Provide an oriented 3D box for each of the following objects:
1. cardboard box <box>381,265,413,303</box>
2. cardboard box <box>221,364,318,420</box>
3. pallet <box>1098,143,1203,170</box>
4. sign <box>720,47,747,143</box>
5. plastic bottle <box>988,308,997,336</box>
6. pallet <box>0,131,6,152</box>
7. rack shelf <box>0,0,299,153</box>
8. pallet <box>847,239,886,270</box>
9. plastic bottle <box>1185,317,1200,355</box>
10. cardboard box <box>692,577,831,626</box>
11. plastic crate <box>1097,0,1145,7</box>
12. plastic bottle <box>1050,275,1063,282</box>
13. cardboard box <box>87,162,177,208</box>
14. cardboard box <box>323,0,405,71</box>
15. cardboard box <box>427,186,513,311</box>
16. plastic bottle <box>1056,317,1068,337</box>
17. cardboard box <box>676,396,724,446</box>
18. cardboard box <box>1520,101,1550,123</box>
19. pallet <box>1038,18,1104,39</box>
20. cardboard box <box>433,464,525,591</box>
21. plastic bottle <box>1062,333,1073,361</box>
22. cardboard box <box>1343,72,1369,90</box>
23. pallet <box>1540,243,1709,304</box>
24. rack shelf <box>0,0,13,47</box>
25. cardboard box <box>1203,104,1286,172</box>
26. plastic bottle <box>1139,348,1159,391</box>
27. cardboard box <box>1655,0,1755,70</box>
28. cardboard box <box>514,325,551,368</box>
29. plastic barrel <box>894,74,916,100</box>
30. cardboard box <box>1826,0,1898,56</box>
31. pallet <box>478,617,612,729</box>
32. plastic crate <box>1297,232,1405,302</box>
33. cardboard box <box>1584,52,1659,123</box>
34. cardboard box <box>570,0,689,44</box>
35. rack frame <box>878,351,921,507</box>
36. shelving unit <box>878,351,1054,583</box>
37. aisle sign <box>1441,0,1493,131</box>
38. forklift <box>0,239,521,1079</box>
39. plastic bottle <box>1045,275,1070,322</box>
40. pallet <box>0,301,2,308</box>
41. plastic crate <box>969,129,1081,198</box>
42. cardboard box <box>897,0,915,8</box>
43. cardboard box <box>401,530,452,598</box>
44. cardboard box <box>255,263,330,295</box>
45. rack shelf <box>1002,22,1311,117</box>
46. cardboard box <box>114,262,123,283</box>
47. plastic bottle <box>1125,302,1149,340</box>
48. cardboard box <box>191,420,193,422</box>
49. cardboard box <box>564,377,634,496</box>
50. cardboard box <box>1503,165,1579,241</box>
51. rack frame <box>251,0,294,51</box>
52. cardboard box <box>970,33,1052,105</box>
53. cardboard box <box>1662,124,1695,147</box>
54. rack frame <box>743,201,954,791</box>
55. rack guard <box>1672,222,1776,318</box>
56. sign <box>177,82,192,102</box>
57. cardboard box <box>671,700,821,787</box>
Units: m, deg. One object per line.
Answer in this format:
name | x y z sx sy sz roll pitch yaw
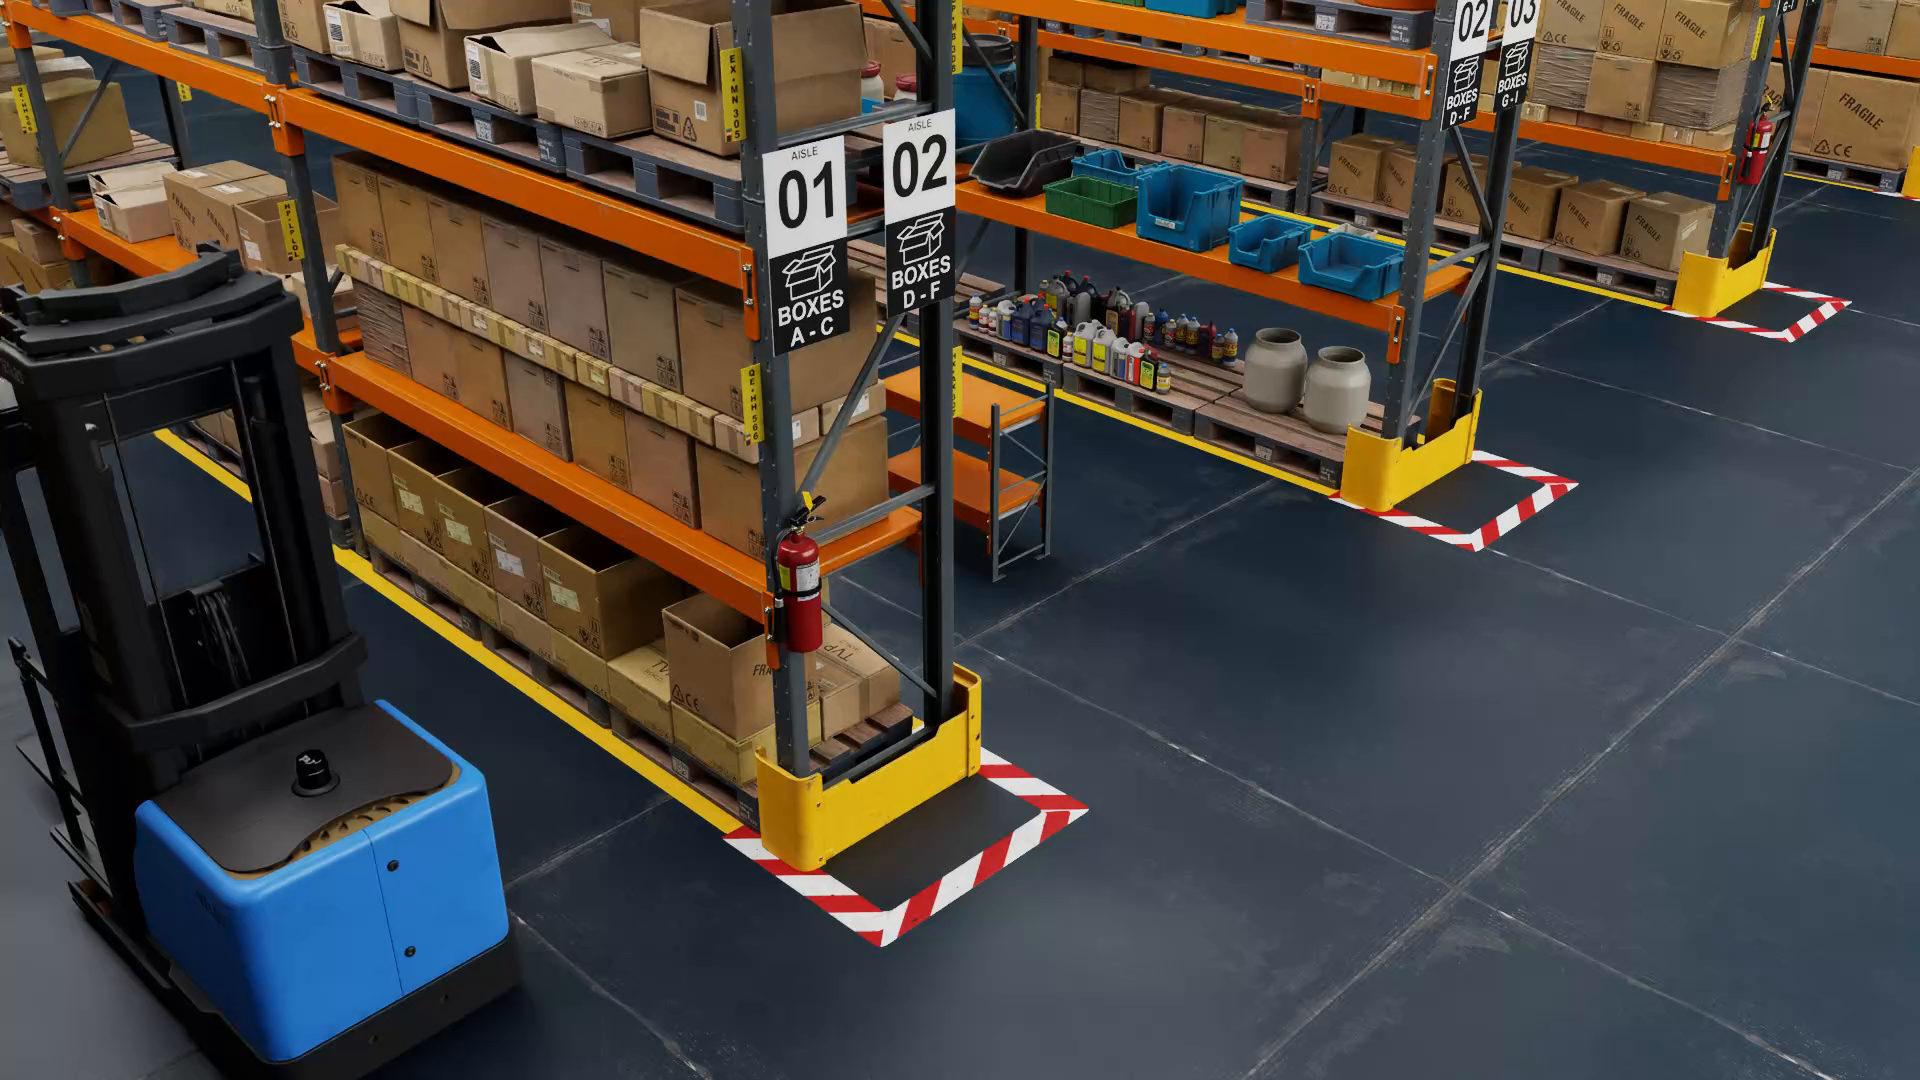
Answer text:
cardboard box | -2.854 -1.408 8.901 0.250 0.149 0.380 23 36 37
cardboard box | -4.493 -0.980 10.791 0.500 0.311 0.500 24 36 38
pallet | 2.244 -4.098 17.817 1.213 0.211 1.003 25 36 38
sign | -0.812 -1.598 5.977 0.005 0.325 0.100 25 36 38
plastic bottle | 0.267 -1.677 12.751 0.097 0.201 0.097 0 28 0
pallet | -7.516 -3.248 13.410 1.213 0.211 1.003 25 36 38
rack shelf | -4.700 -3.056 10.389 4.000 0.370 1.077 25 36 38
pallet | -1.260 -2.444 14.672 1.213 0.211 1.003 25 36 38
plastic bottle | 1.735 -1.526 12.388 0.097 0.271 0.097 0 28 0
cardboard box | -1.006 0.199 8.347 0.500 0.500 0.500 25 36 38
plastic crate | 1.136 -3.666 11.003 0.450 0.188 0.336 25 36 38
plastic bottle | 0.776 -1.982 13.242 0.061 0.283 0.133 -23 36 -37
cardboard box | -5.897 -2.527 11.929 0.500 0.311 0.500 -23 35 -36
cardboard box | -2.714 -2.502 8.057 0.500 0.311 0.500 22 35 36
cardboard box | -2.235 -1.542 8.458 0.500 0.500 0.700 25 36 38
plastic bottle | 0.752 -1.526 12.388 0.097 0.271 0.097 0 28 0
cardboard box | -1.015 -0.567 7.301 0.380 0.149 0.250 -24 36 -38
cardboard box | 5.035 -3.744 14.416 0.250 0.149 0.380 25 36 38
pallet | 1.405 -5.704 18.081 1.003 0.211 1.213 25 36 38
cardboard box | -2.449 -0.114 8.941 0.500 0.500 0.500 25 36 38
plastic bottle | 0.806 -1.430 12.281 0.097 0.201 0.097 0 28 0
cardboard box | 3.786 -4.314 15.501 0.250 0.149 0.380 25 36 38
pallet | 5.918 -2.443 14.669 1.213 0.211 1.003 25 36 38
rack shelf | -7.552 -4.361 12.871 4.000 0.370 1.077 25 36 38
cardboard box | 2.925 -4.139 17.111 0.500 0.500 0.700 24 36 38
plastic bottle | 1.341 -1.210 11.774 0.061 0.283 0.133 -24 36 -38
cardboard box | 5.961 -4.092 13.307 0.500 0.500 0.500 25 36 38
cardboard box | -1.935 -0.987 8.101 0.250 0.149 0.380 24 36 38
plastic barrel | -0.327 -3.482 13.503 0.433 0.535 0.433 0 28 0
cardboard box | 9.372 -5.333 17.009 0.550 0.550 0.875 25 36 38
pallet | -1.862 0.511 9.051 1.213 0.211 1.003 25 36 38
plastic crate | 2.487 -1.730 10.477 0.616 0.251 0.499 25 36 38
cardboard box | 5.713 -3.863 13.947 0.500 0.500 0.875 25 36 38
cardboard box | -1.414 -2.342 7.548 0.500 0.500 0.500 25 36 38
rack frame | -0.367 -0.666 10.308 0.032 1.125 0.500 25 36 38
shelving unit | -0.005 -0.500 9.992 1.048 1.125 0.538 25 36 38
aisle sign | 2.897 -2.760 9.484 0.004 0.787 0.394 25 36 38
forklift | -3.194 0.226 6.672 3.031 2.935 1.130 24 36 38
plastic bottle | 0.762 -1.897 13.008 0.185 0.351 0.144 25 36 38
pallet | -7.498 -2.120 14.054 1.213 0.211 1.003 25 36 38
plastic crate | 0.486 -2.797 12.412 0.504 0.338 0.767 25 36 38
cardboard box | -0.428 -6.442 19.171 0.500 0.500 0.500 23 36 37
cardboard box | -2.803 0.053 9.429 0.500 0.250 0.500 25 36 38
cardboard box | -4.029 -1.561 10.140 0.258 0.266 0.396 24 36 37
rack shelf | 2.248 -5.015 17.337 4.000 0.370 1.077 25 36 38
cardboard box | -6.627 -2.200 13.425 0.500 0.500 0.500 23 35 37
plastic bottle | 1.343 -1.689 12.694 0.152 0.276 0.135 -25 36 -38
cardboard box | -5.224 -1.069 11.563 0.500 0.250 0.500 23 36 37
cardboard box | -1.473 -0.624 8.106 0.500 0.500 0.700 25 37 39
cardboard box | 5.210 -3.059 15.079 0.500 0.500 0.500 -21 34 -35
rack frame | -3.274 -4.050 8.283 0.127 3.000 1.000 25 36 38
cardboard box | 0.344 -5.463 19.249 0.875 0.875 1.225 23 35 36
cardboard box | 6.001 -3.371 13.707 0.250 0.149 0.380 25 36 38
rack frame | -0.421 -0.089 7.197 0.127 3.000 1.000 25 36 38
rack guard | 6.472 -2.294 14.076 0.348 0.500 1.175 25 36 38
sign | -5.739 -3.397 12.244 0.005 0.325 0.100 25 36 38
cardboard box | -1.011 0.865 7.885 0.500 0.250 0.500 25 36 38
